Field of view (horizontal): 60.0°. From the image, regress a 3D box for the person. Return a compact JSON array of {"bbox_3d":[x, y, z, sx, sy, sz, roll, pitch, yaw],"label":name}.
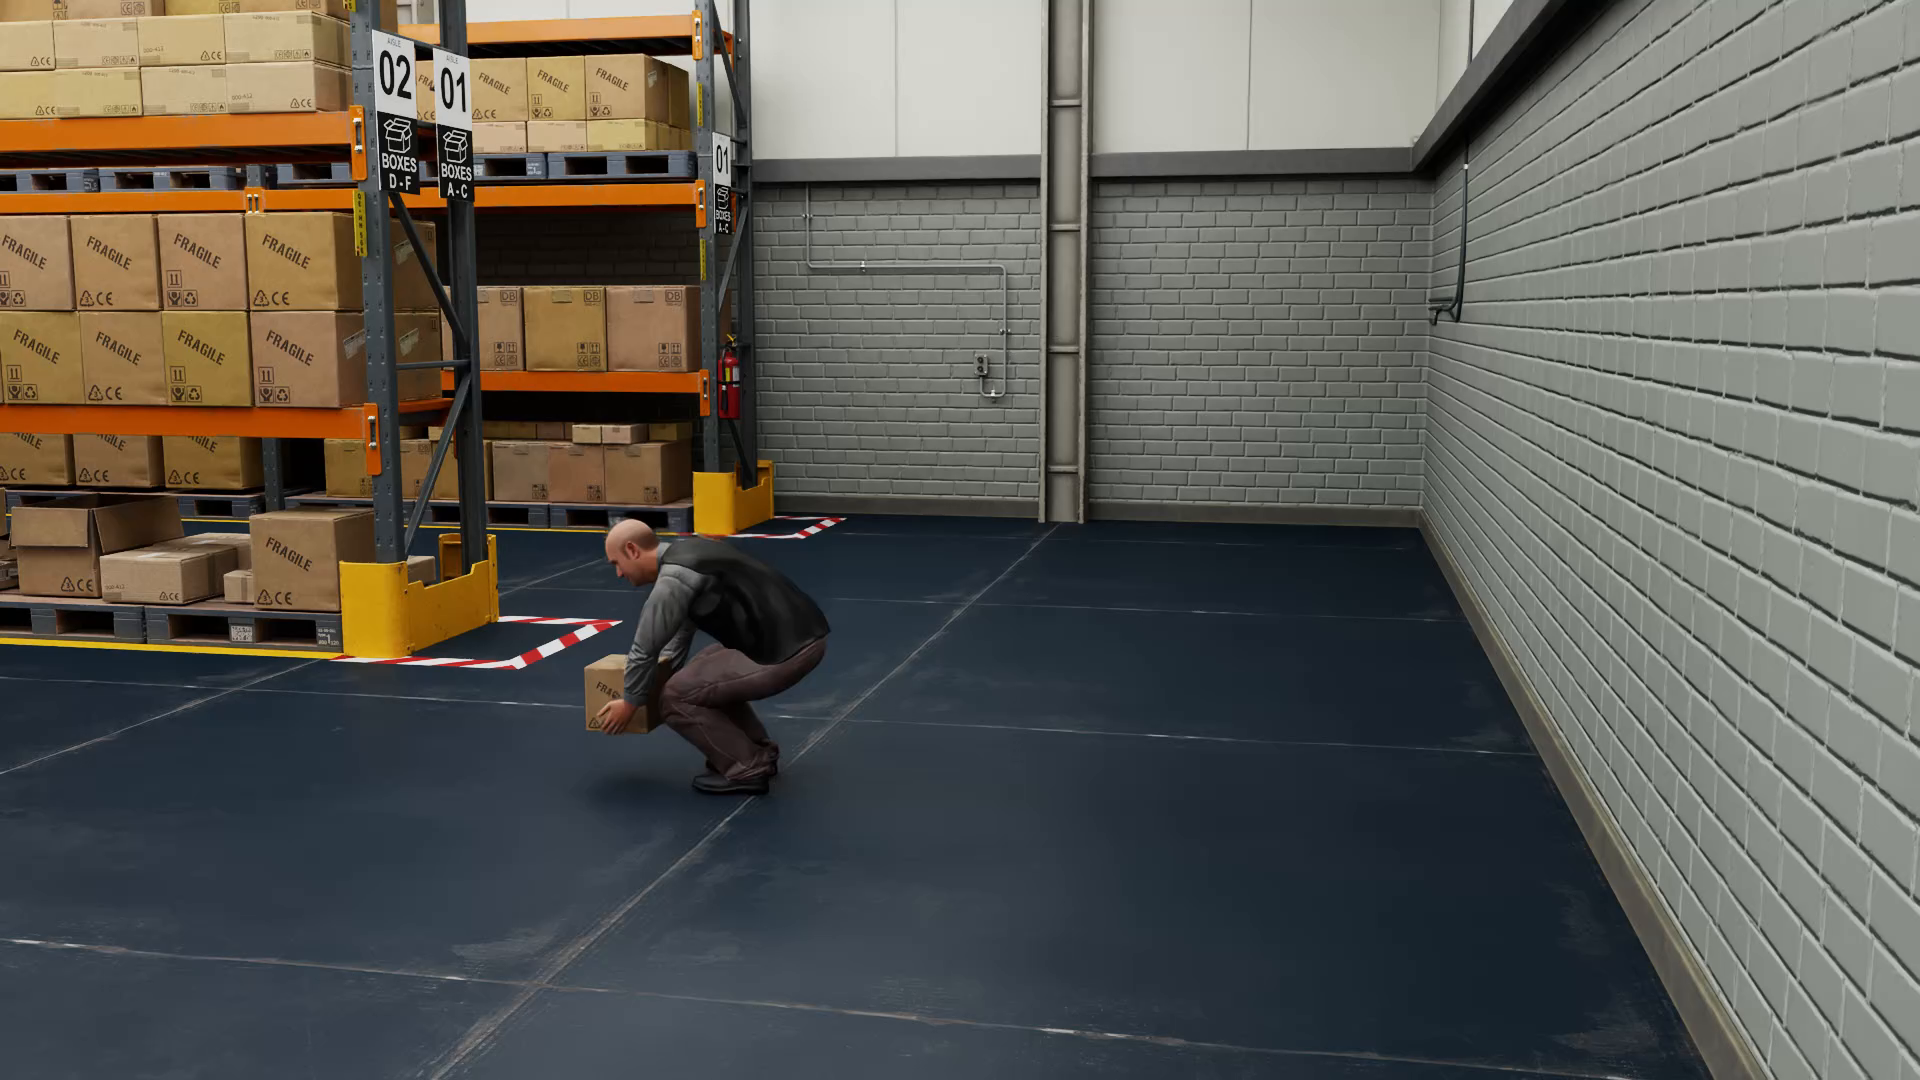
[{"bbox_3d":[-0.942,0.431,6.347,0.855,1.025,0.543,2,8,11],"label":"person"}]
